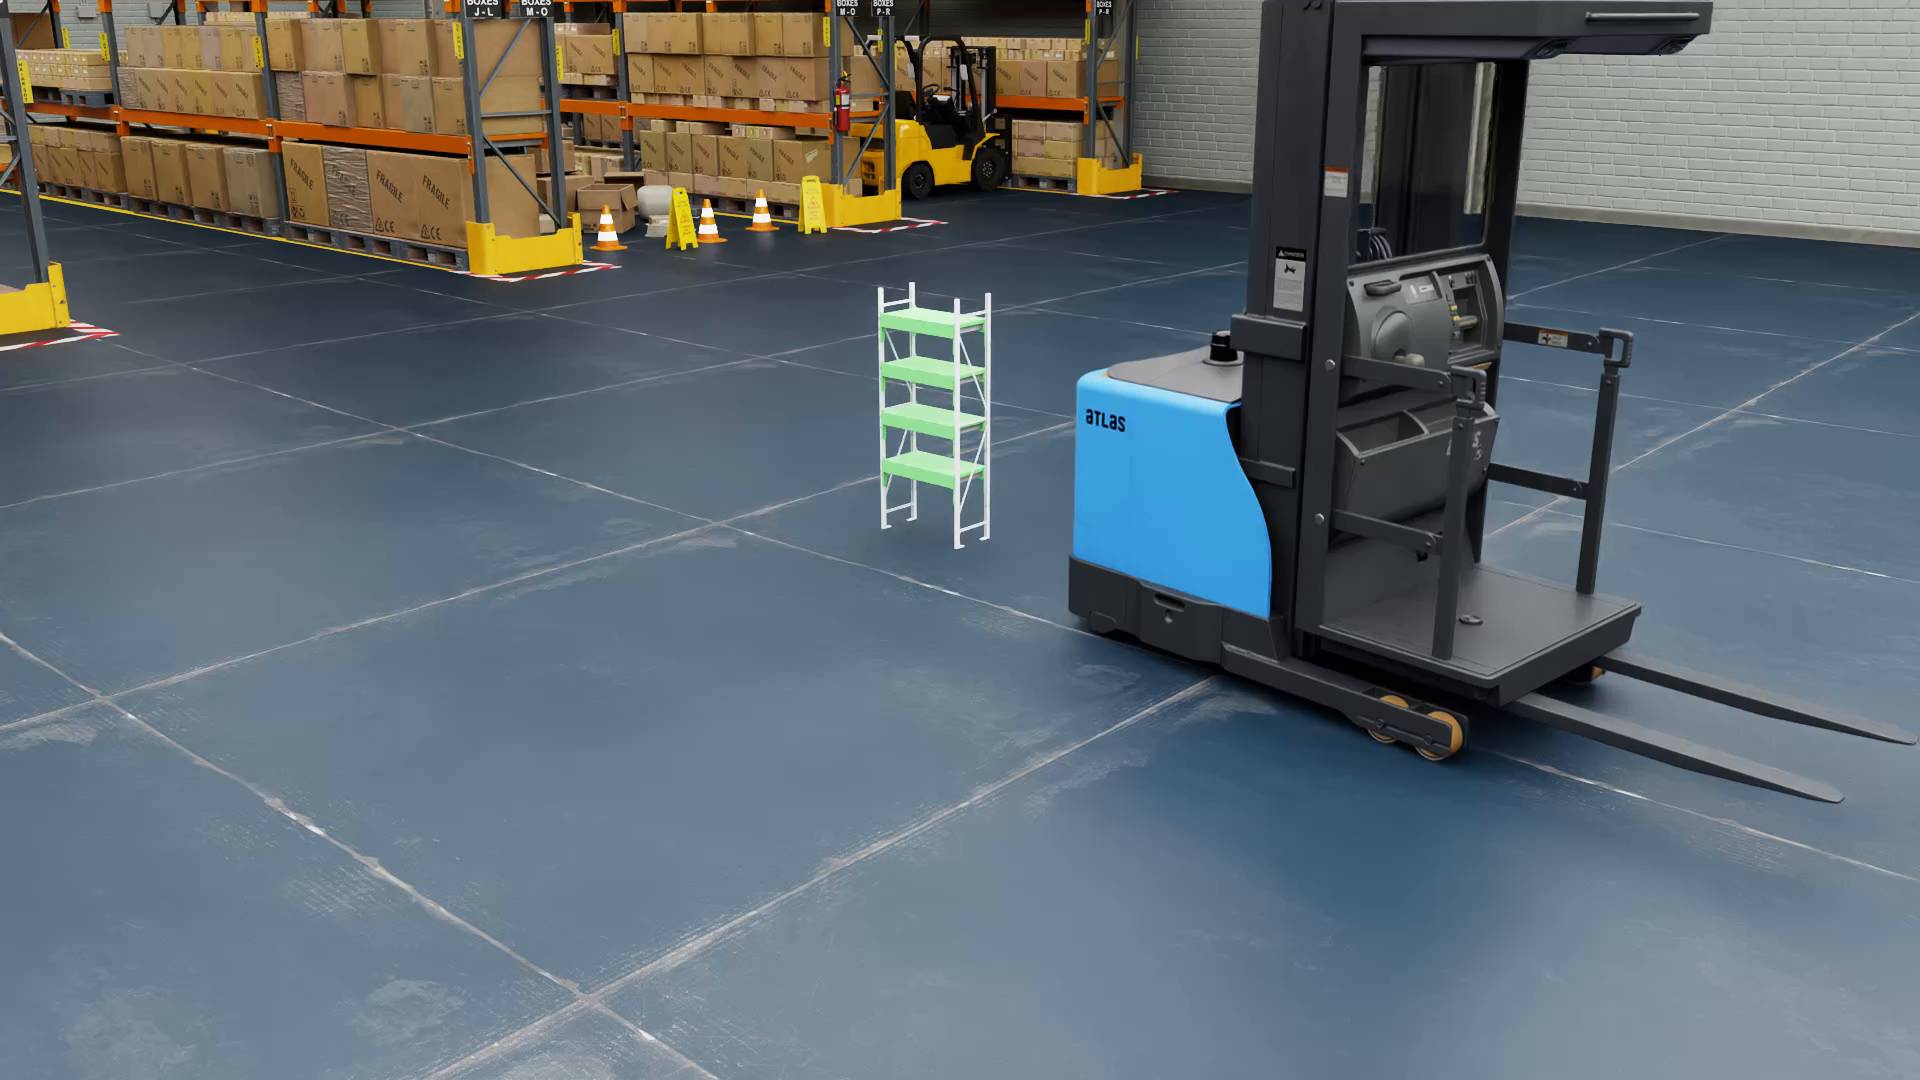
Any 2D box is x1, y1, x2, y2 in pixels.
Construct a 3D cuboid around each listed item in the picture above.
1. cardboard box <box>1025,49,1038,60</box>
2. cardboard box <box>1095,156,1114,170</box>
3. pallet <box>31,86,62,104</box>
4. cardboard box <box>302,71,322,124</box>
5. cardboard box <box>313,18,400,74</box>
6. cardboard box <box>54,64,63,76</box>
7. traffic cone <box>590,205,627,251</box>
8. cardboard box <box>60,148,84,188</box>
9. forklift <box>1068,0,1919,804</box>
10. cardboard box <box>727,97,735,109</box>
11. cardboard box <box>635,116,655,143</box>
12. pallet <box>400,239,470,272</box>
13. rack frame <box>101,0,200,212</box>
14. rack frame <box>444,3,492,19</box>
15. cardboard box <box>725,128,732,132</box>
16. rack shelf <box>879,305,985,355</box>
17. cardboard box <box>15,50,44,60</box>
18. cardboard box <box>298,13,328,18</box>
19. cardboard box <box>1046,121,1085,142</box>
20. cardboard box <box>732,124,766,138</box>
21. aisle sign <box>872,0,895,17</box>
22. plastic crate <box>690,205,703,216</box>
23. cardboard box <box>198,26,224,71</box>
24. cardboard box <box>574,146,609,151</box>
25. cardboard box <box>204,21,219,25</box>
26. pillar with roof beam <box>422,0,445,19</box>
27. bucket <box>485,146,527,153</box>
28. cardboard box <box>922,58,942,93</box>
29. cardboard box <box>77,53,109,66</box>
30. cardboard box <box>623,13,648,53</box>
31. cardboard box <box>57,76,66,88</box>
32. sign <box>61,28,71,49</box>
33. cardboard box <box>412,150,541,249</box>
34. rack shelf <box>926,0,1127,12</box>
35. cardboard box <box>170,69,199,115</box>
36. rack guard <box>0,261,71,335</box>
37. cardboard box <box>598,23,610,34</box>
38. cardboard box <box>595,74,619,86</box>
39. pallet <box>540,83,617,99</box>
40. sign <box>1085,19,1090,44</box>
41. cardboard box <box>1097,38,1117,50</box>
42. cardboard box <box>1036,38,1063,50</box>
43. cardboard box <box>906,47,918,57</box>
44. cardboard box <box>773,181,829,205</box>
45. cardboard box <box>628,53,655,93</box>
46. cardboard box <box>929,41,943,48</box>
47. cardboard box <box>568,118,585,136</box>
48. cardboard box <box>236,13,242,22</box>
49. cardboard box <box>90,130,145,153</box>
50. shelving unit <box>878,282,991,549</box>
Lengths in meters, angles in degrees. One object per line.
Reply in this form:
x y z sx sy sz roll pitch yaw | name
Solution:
1.141 -6.969 23.873 0.250 0.149 0.380 15 23 39 | cardboard box
1.891 -5.475 24.256 0.500 0.250 0.500 15 23 39 | cardboard box
-11.865 -6.082 22.633 1.213 0.211 1.003 15 23 39 | pallet
-6.655 -4.877 18.271 0.550 0.550 0.875 15 23 39 | cardboard box
-6.311 -5.263 17.702 0.550 0.550 0.875 15 23 39 | cardboard box
-11.615 -6.159 21.790 0.250 0.149 0.380 15 23 39 | cardboard box
-3.829 -3.397 18.052 0.334 0.463 0.336 15 23 39 | traffic cone
-11.815 -5.074 22.580 0.500 0.500 0.500 14 22 37 | cardboard box
1.821 -0.812 5.826 1.130 2.935 3.031 -16 23 -40 | forklift
-2.716 -5.537 21.016 0.250 0.149 0.380 15 23 39 | cardboard box
-5.476 -7.401 29.912 0.500 0.500 0.500 14 22 37 | cardboard box
-5.024 -2.992 17.192 1.213 0.211 1.003 15 23 39 | pallet
-10.357 -5.785 21.381 0.127 3.000 1.000 15 23 39 | rack frame
-9.839 -9.655 33.576 0.127 3.000 1.000 15 23 39 | rack frame
-3.153 -5.209 22.179 0.500 0.500 0.500 16 23 40 | cardboard box
-0.124 -1.002 7.909 0.480 0.148 0.258 15 23 39 | rack shelf
-12.580 -6.560 22.562 0.250 0.149 0.380 15 23 39 | cardboard box
-10.581 -8.552 27.208 0.250 0.149 0.380 14 23 38 | cardboard box
1.577 -5.831 23.724 0.500 0.250 0.500 16 24 41 | cardboard box
-2.637 -5.140 20.888 0.250 0.149 0.380 16 24 42 | cardboard box
-0.912 -6.616 19.701 0.004 0.787 0.394 15 23 39 | aisle sign
-3.526 -4.230 21.307 0.583 0.080 0.402 7 19 21 | plastic crate
-8.505 -5.809 19.638 0.500 0.500 0.700 15 23 40 | cardboard box
-5.611 -5.457 23.998 0.625 0.372 0.950 16 24 41 | cardboard box
-12.961 -8.895 29.362 0.500 0.500 0.500 14 23 38 | cardboard box
-14.115 -12.286 31.948 0.400 9.000 9.100 15 23 39 | pillar with roof beam
-5.734 -4.640 20.673 0.726 0.611 0.620 -9 10 -27 | bucket
-0.304 -7.044 25.185 0.500 0.500 0.500 16 23 40 | cardboard box
-11.028 -6.144 21.249 0.250 0.149 0.380 14 22 37 | cardboard box
-3.970 -6.651 21.799 0.500 0.500 0.700 15 23 39 | cardboard box
-11.593 -6.013 21.821 0.250 0.149 0.380 15 23 39 | cardboard box
-12.984 -7.266 24.135 0.005 0.325 0.100 15 23 39 | sign
-4.925 -3.487 16.960 0.875 0.875 0.875 15 23 40 | cardboard box
0.632 -7.931 24.374 4.000 0.370 1.077 15 23 39 | rack shelf
-9.071 -5.378 19.934 0.500 0.500 0.500 15 23 39 | cardboard box
-7.799 -1.901 13.274 0.348 0.500 1.175 15 23 39 | rack guard
-5.153 -7.190 23.385 0.250 0.149 0.380 17 24 42 | cardboard box
-4.724 -6.243 22.547 0.250 0.149 0.380 15 23 40 | cardboard box
-5.640 -6.446 23.780 1.213 0.211 1.003 15 23 39 | pallet
1.758 -6.987 22.865 0.005 0.325 0.100 15 23 39 | sign
2.019 -7.057 23.660 0.250 0.149 0.380 14 23 38 | cardboard box
1.302 -7.054 23.652 0.250 0.149 0.380 16 23 40 | cardboard box
-0.605 -7.427 25.319 0.250 0.149 0.380 16 23 41 | cardboard box
-1.965 -4.315 20.600 0.500 0.250 0.500 15 23 39 | cardboard box
-4.012 -6.160 21.906 0.500 0.500 0.500 15 23 39 | cardboard box
-0.245 -7.457 24.921 0.250 0.149 0.380 16 23 40 | cardboard box
-7.184 -7.957 31.975 0.500 0.311 0.500 16 24 41 | cardboard box
-12.247 -9.027 28.705 0.250 0.149 0.380 15 23 40 | cardboard box
-11.043 -5.229 21.828 0.500 0.250 0.500 14 23 38 | cardboard box
-0.124 -0.605 8.035 0.503 1.200 0.258 15 23 39 | shelving unit
